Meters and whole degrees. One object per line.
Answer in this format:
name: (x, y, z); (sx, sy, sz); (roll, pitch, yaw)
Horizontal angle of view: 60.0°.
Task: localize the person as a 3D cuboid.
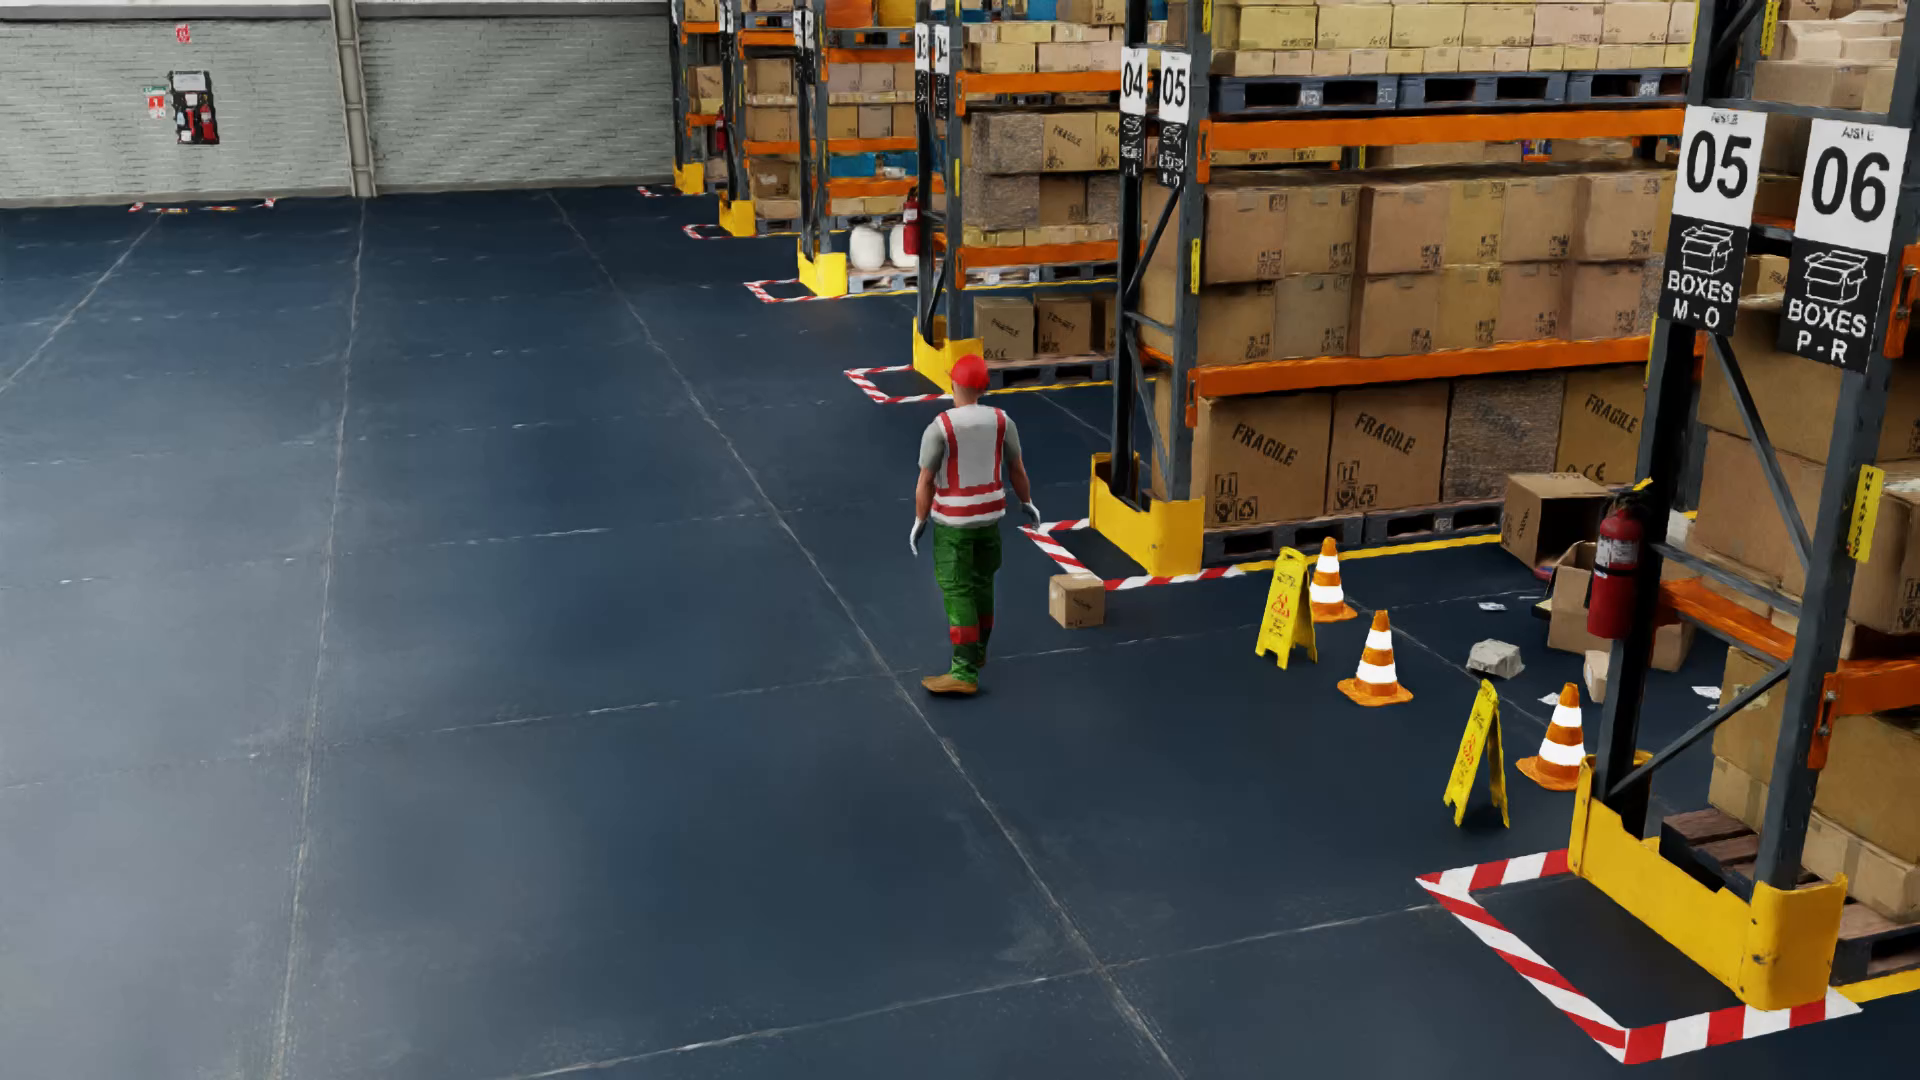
person: (0.076, -0.123, 8.874); (0.754, 1.791, 0.634); (-10, 21, -26)
